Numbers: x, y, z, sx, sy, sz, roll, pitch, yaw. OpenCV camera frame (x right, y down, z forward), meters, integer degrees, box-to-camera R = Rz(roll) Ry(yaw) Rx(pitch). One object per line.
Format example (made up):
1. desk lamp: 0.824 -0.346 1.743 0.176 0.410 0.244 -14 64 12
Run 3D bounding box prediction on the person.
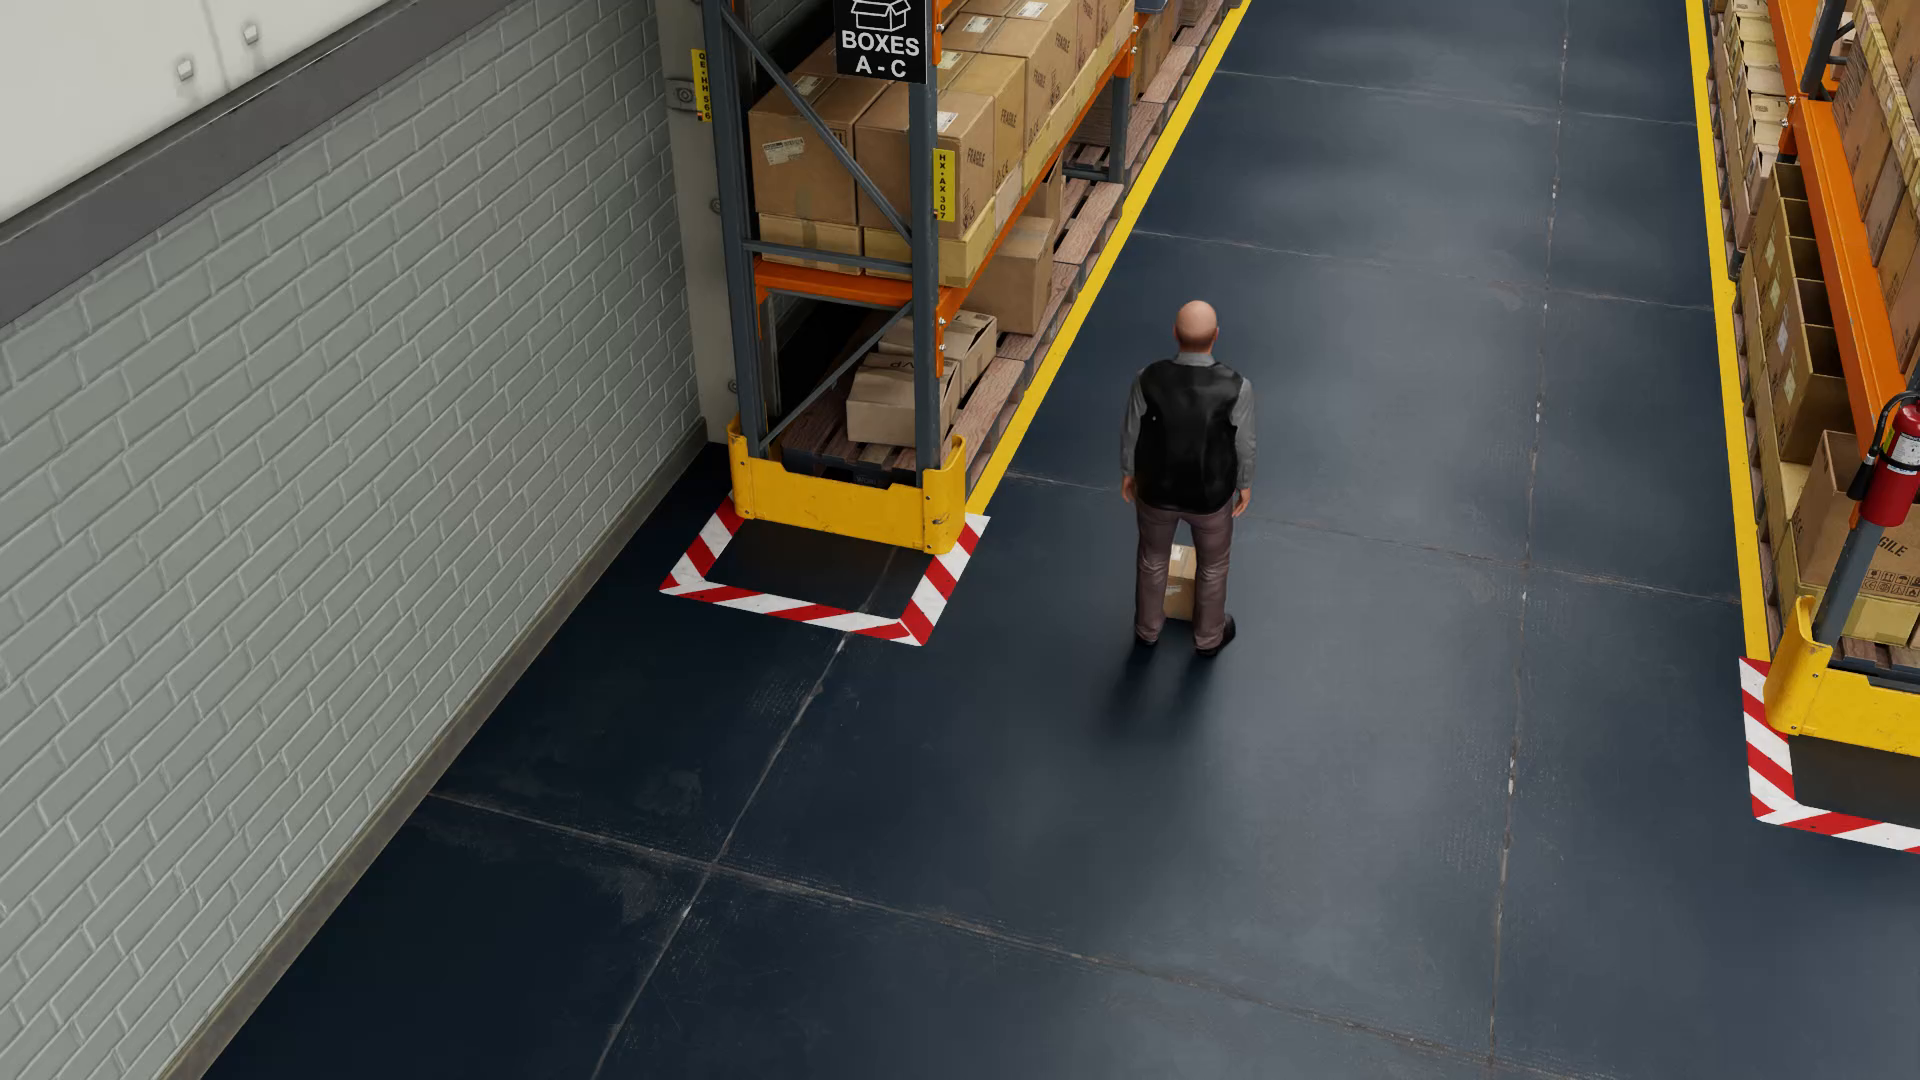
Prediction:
1. person: 0.974 -0.223 7.212 0.586 1.720 0.421 9 38 11
